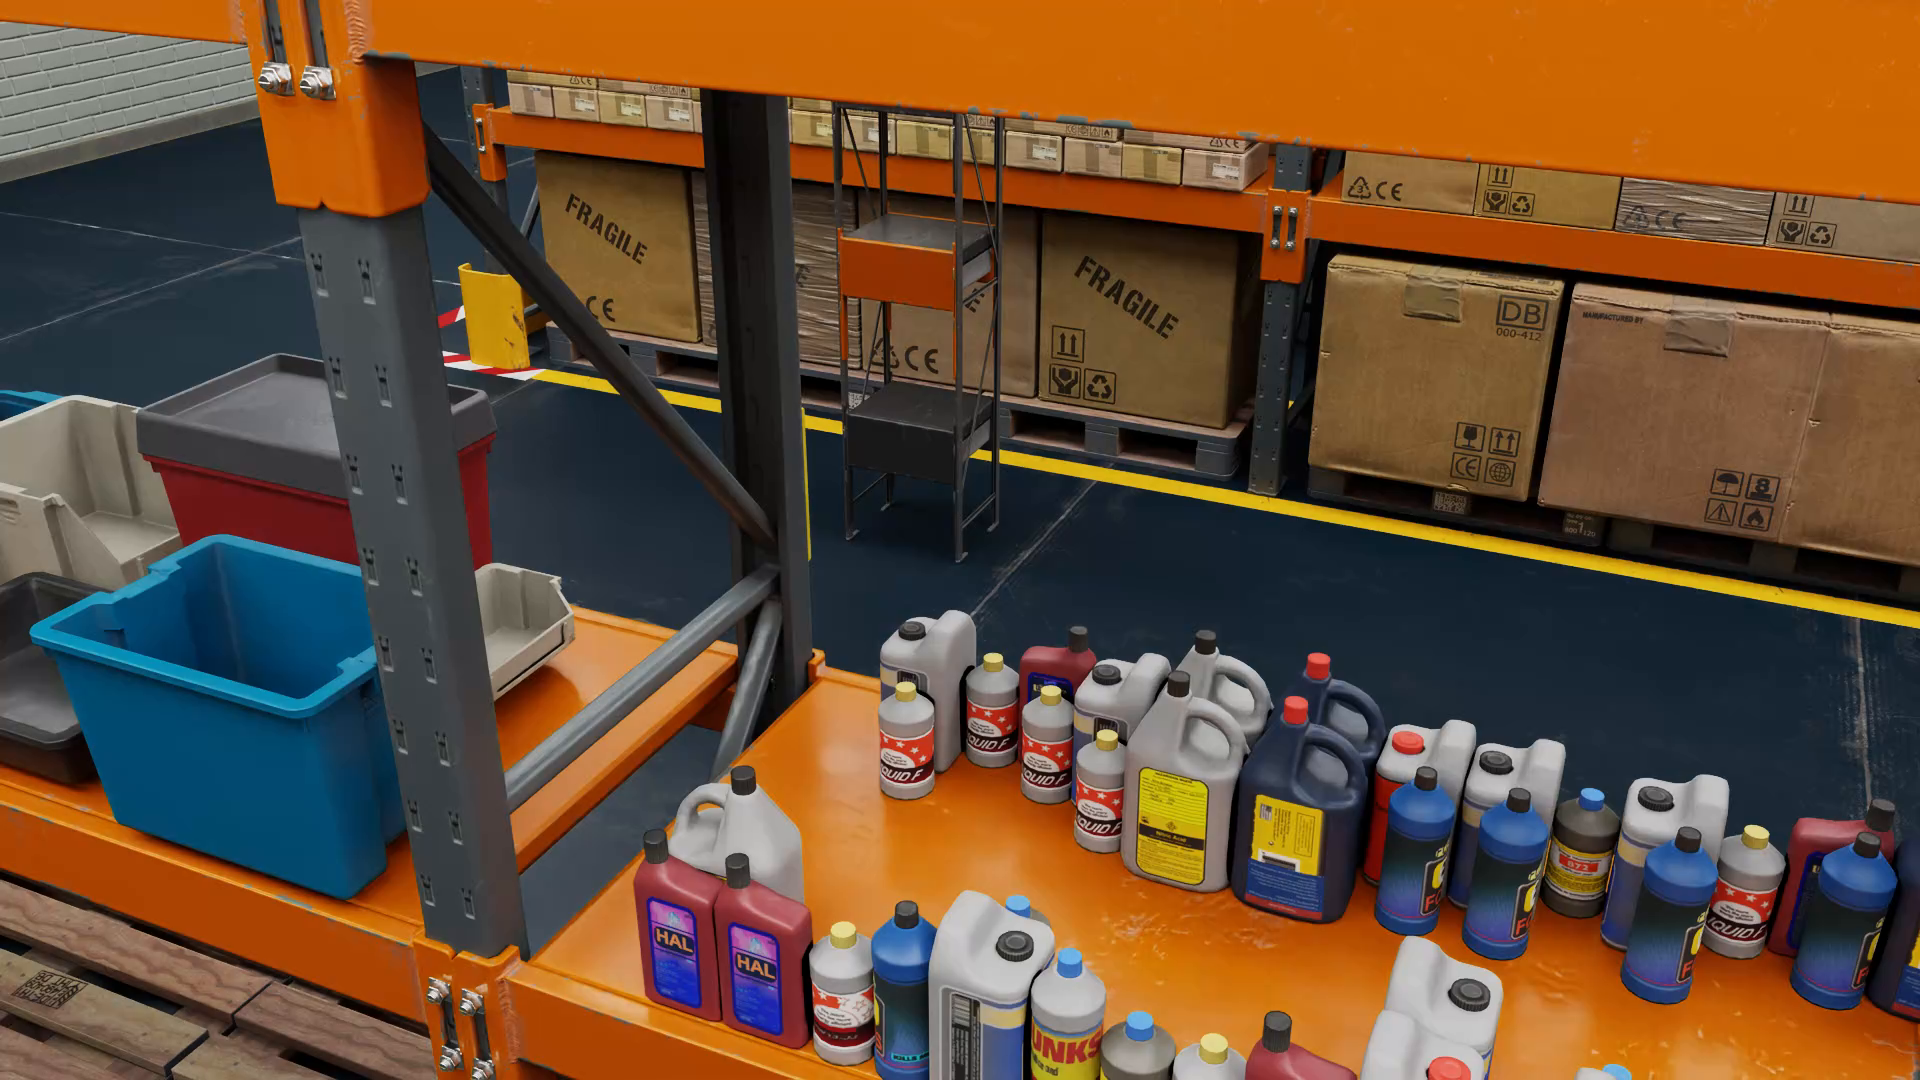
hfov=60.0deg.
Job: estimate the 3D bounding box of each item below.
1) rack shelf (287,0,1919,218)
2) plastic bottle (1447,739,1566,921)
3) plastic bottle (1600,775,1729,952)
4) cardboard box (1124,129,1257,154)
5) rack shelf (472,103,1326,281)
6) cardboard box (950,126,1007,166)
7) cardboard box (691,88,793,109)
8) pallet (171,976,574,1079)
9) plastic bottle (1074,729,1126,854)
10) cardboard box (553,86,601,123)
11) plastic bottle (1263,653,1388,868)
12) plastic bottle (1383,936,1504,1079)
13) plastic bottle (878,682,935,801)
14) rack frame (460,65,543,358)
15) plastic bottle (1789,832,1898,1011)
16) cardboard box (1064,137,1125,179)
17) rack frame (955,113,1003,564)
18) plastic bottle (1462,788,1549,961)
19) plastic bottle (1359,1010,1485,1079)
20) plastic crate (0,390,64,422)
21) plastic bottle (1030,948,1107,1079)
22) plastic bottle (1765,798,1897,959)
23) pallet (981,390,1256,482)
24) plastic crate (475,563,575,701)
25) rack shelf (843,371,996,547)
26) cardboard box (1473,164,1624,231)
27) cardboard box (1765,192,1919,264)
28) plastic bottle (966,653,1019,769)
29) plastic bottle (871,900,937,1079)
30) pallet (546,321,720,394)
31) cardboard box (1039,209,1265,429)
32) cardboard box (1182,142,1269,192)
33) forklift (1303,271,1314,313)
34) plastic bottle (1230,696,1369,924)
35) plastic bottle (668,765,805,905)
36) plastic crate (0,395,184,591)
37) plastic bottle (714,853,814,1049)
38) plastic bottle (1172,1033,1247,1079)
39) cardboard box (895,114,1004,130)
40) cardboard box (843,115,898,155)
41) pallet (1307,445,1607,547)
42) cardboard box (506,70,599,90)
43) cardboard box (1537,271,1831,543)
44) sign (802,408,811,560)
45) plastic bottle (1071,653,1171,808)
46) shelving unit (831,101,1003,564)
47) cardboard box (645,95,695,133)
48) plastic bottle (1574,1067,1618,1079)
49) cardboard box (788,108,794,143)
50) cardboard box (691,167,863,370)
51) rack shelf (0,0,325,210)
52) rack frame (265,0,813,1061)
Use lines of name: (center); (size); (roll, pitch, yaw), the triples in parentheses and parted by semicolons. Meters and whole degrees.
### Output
rack shelf: (1.270, -0.401, 1.587); (4.000, 0.370, 1.077); (11, 28, 22)
plastic bottle: (0.856, 0.438, 2.605); (0.135, 0.276, 0.152); (11, 28, 22)
plastic bottle: (1.067, 0.480, 2.519); (0.135, 0.276, 0.152); (11, 28, 22)
cardboard box: (0.989, -1.777, 6.795); (0.500, 0.250, 0.500); (11, 28, 21)
rack shelf: (-0.321, -1.778, 7.780); (4.000, 0.370, 1.077); (11, 28, 22)
cardboard box: (0.149, -1.734, 7.161); (0.250, 0.149, 0.380); (12, 29, 23)
cardboard box: (-0.885, -2.151, 7.555); (0.500, 0.250, 0.500); (10, 28, 20)
pallet: (-1.236, 1.389, 3.691); (1.213, 0.211, 1.003); (11, 28, 22)
plastic bottle: (0.240, 0.408, 2.750); (0.097, 0.201, 0.097); (0, 26, 0)
cardboard box: (-1.721, -2.110, 7.924); (0.250, 0.149, 0.380); (11, 28, 21)
plastic bottle: (0.590, 0.349, 2.701); (0.185, 0.351, 0.144); (11, 28, 22)
plastic bottle: (0.619, 0.658, 2.158); (0.135, 0.276, 0.152); (11, 28, 22)
plastic bottle: (-0.093, 0.341, 2.886); (0.097, 0.201, 0.097); (0, 26, 0)
rack frame: (-2.142, -2.467, 8.364); (0.127, 3.000, 1.000); (11, 28, 22)
plastic bottle: (1.280, 0.541, 2.400); (0.097, 0.271, 0.097); (0, 26, 0)
cardboard box: (0.618, -1.640, 6.970); (0.250, 0.149, 0.380); (11, 28, 21)
rack frame: (0.071, -0.928, 6.257); (0.015, 2.100, 0.400); (11, 28, 22)
plastic bottle: (0.821, 0.493, 2.498); (0.097, 0.271, 0.097); (0, 26, 0)
plastic bottle: (0.556, 0.719, 2.034); (0.135, 0.276, 0.152); (11, 28, 22)
plastic crate: (-2.216, -0.154, 3.789); (0.300, 0.233, 0.416); (11, 28, 22)
plastic bottle: (0.140, 0.651, 2.177); (0.097, 0.271, 0.097); (0, 26, 0)
plastic bottle: (1.297, 0.501, 2.469); (0.133, 0.283, 0.061); (11, 28, 22)
pallet: (0.840, -0.655, 7.841); (1.213, 0.211, 1.003); (11, 28, 22)
plastic crate: (-0.915, 0.205, 3.168); (0.243, 0.136, 0.396); (11, 28, 22)
rack shelf: (-0.151, -0.332, 6.663); (0.480, 0.518, 0.431); (11, 28, 22)
cardboard box: (2.273, -1.504, 6.295); (0.500, 0.500, 0.500); (11, 28, 22)
cardboard box: (3.201, -1.320, 5.921); (0.500, 0.500, 0.500); (12, 29, 23)
plastic bottle: (0.059, 0.298, 2.974); (0.097, 0.201, 0.097); (0, 26, 0)
plastic bottle: (-0.071, 0.609, 2.264); (0.097, 0.271, 0.097); (0, 26, 0)
pallet: (-1.381, -1.101, 8.747); (1.213, 0.211, 1.003); (11, 28, 22)
cardboard box: (0.932, -1.123, 7.565); (0.875, 0.875, 0.875); (11, 28, 22)
cardboard box: (1.086, -1.546, 6.780); (0.250, 0.149, 0.380); (12, 28, 22)
forklift: (1.334, -2.609, 8.732); (3.031, 2.935, 1.130); (10, 28, 19)
plastic bottle: (0.530, 0.407, 2.584); (0.185, 0.351, 0.144); (11, 28, 22)
plastic bottle: (-0.328, 0.481, 2.434); (0.185, 0.351, 0.144); (11, 28, 22)
plastic crate: (-1.865, -0.071, 3.564); (0.530, 0.282, 0.437); (11, 28, 22)
plastic bottle: (-0.272, 0.572, 2.325); (0.133, 0.283, 0.061); (11, 28, 22)
plastic bottle: (0.317, 0.718, 2.121); (0.097, 0.201, 0.097); (0, 26, 0)
cardboard box: (0.052, -1.963, 7.175); (0.500, 0.250, 0.500); (12, 29, 23)
cardboard box: (-0.315, -1.828, 7.352); (0.250, 0.149, 0.380); (12, 29, 23)
pallet: (2.233, -0.373, 7.269); (1.213, 0.211, 1.003); (11, 28, 22)
cardboard box: (-1.817, -2.336, 7.933); (0.500, 0.250, 0.500); (11, 28, 20)
cardboard box: (2.904, -0.698, 6.702); (0.875, 0.875, 1.225); (10, 28, 20)
sign: (-0.321, -0.089, 3.221); (0.005, 0.325, 0.100); (11, 28, 22)
plastic bottle: (0.274, 0.321, 2.843); (0.135, 0.276, 0.152); (11, 28, 22)
shelving unit: (-0.151, -0.972, 6.348); (0.503, 2.100, 0.431); (11, 28, 22)
cardboard box: (-1.250, -2.016, 7.733); (0.250, 0.149, 0.380); (11, 28, 21)
plastic bottle: (0.767, 0.762, 1.948); (0.135, 0.276, 0.152); (11, 28, 22)
cardboard box: (-0.784, -1.922, 7.542); (0.250, 0.149, 0.380); (11, 28, 21)
cardboard box: (-0.698, -1.450, 8.230); (0.875, 0.875, 0.875); (11, 28, 22)
rack shelf: (-2.371, -1.132, 3.072); (4.000, 0.370, 1.077); (11, 28, 22)
rack frame: (-0.549, 0.255, 2.836); (0.053, 2.616, 0.949); (11, 28, 22)
